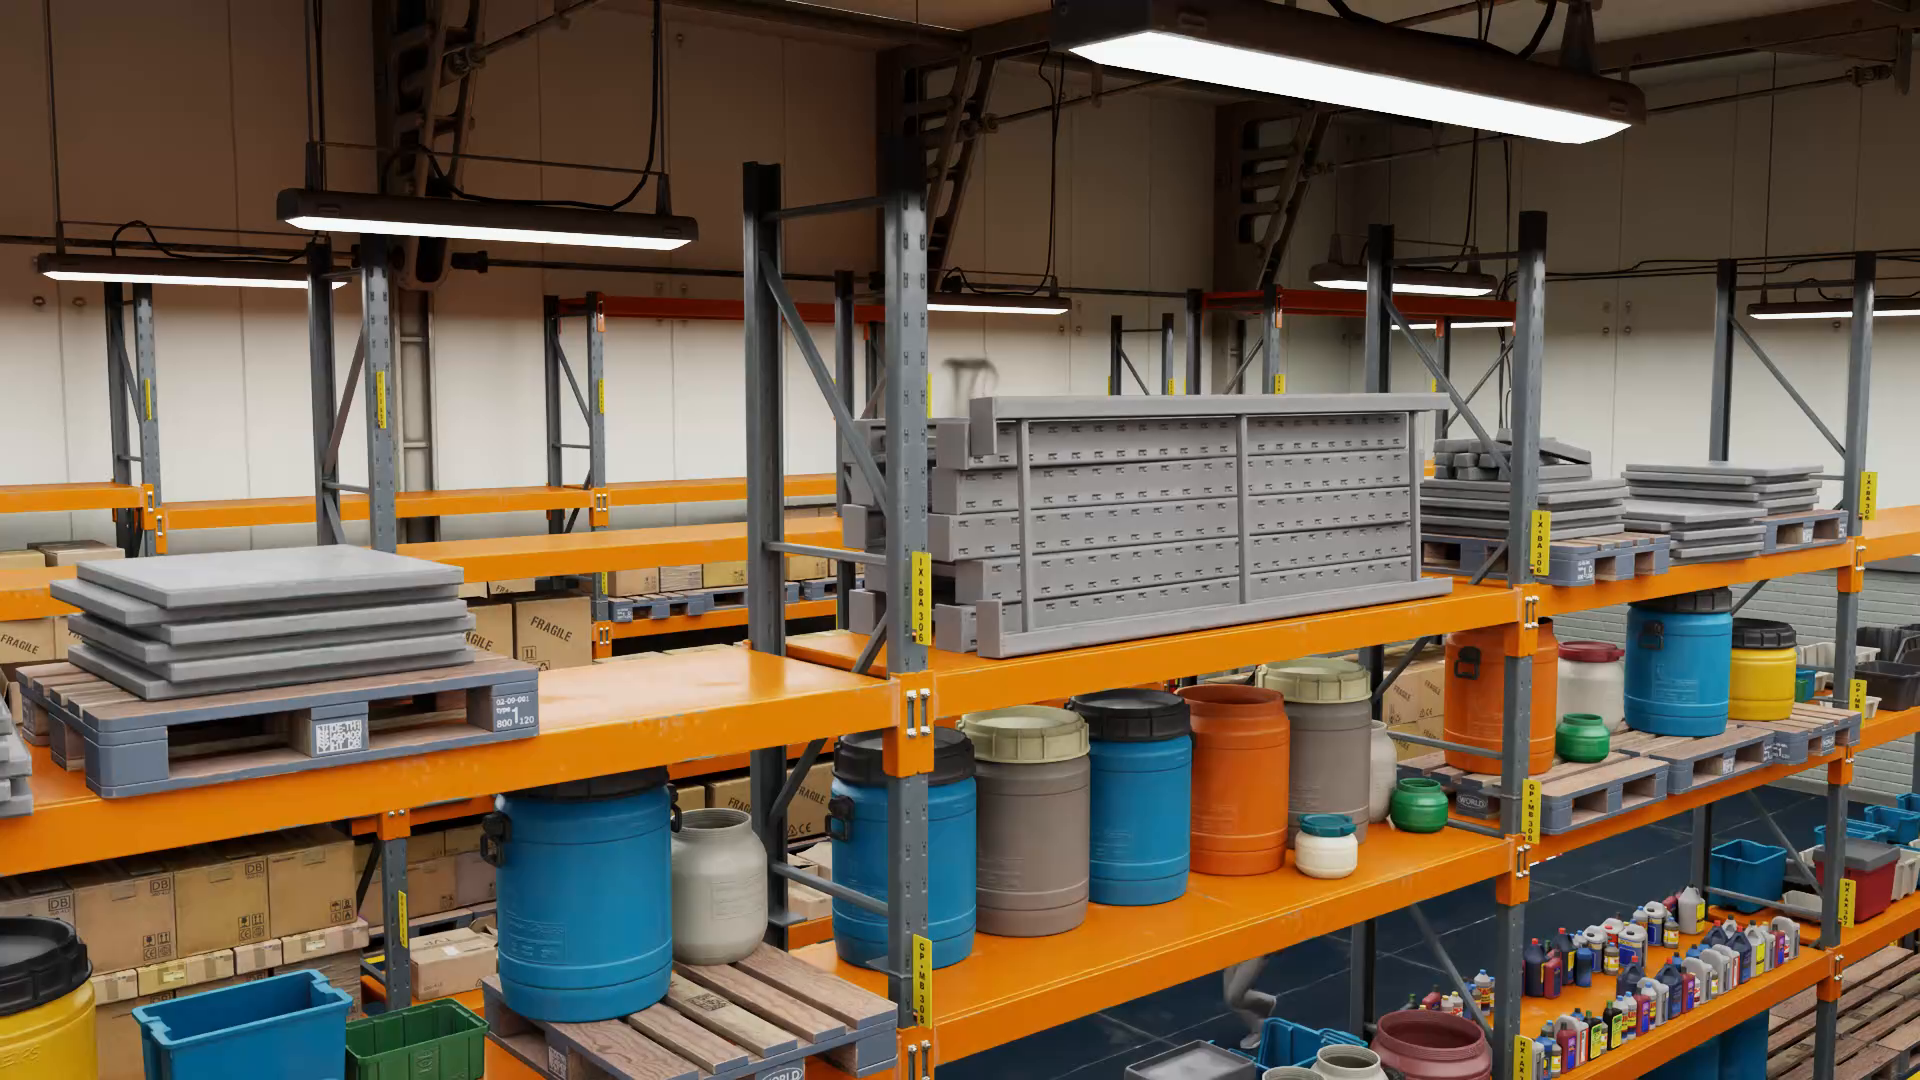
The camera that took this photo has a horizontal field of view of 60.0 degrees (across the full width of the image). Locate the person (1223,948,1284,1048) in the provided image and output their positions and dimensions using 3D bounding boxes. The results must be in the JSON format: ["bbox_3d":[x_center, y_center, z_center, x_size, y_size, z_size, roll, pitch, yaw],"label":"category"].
[{"bbox_3d":[2.155,3.199,12.724,0.765,1.538,0.598,-4,7,-35],"label":"person"}]
